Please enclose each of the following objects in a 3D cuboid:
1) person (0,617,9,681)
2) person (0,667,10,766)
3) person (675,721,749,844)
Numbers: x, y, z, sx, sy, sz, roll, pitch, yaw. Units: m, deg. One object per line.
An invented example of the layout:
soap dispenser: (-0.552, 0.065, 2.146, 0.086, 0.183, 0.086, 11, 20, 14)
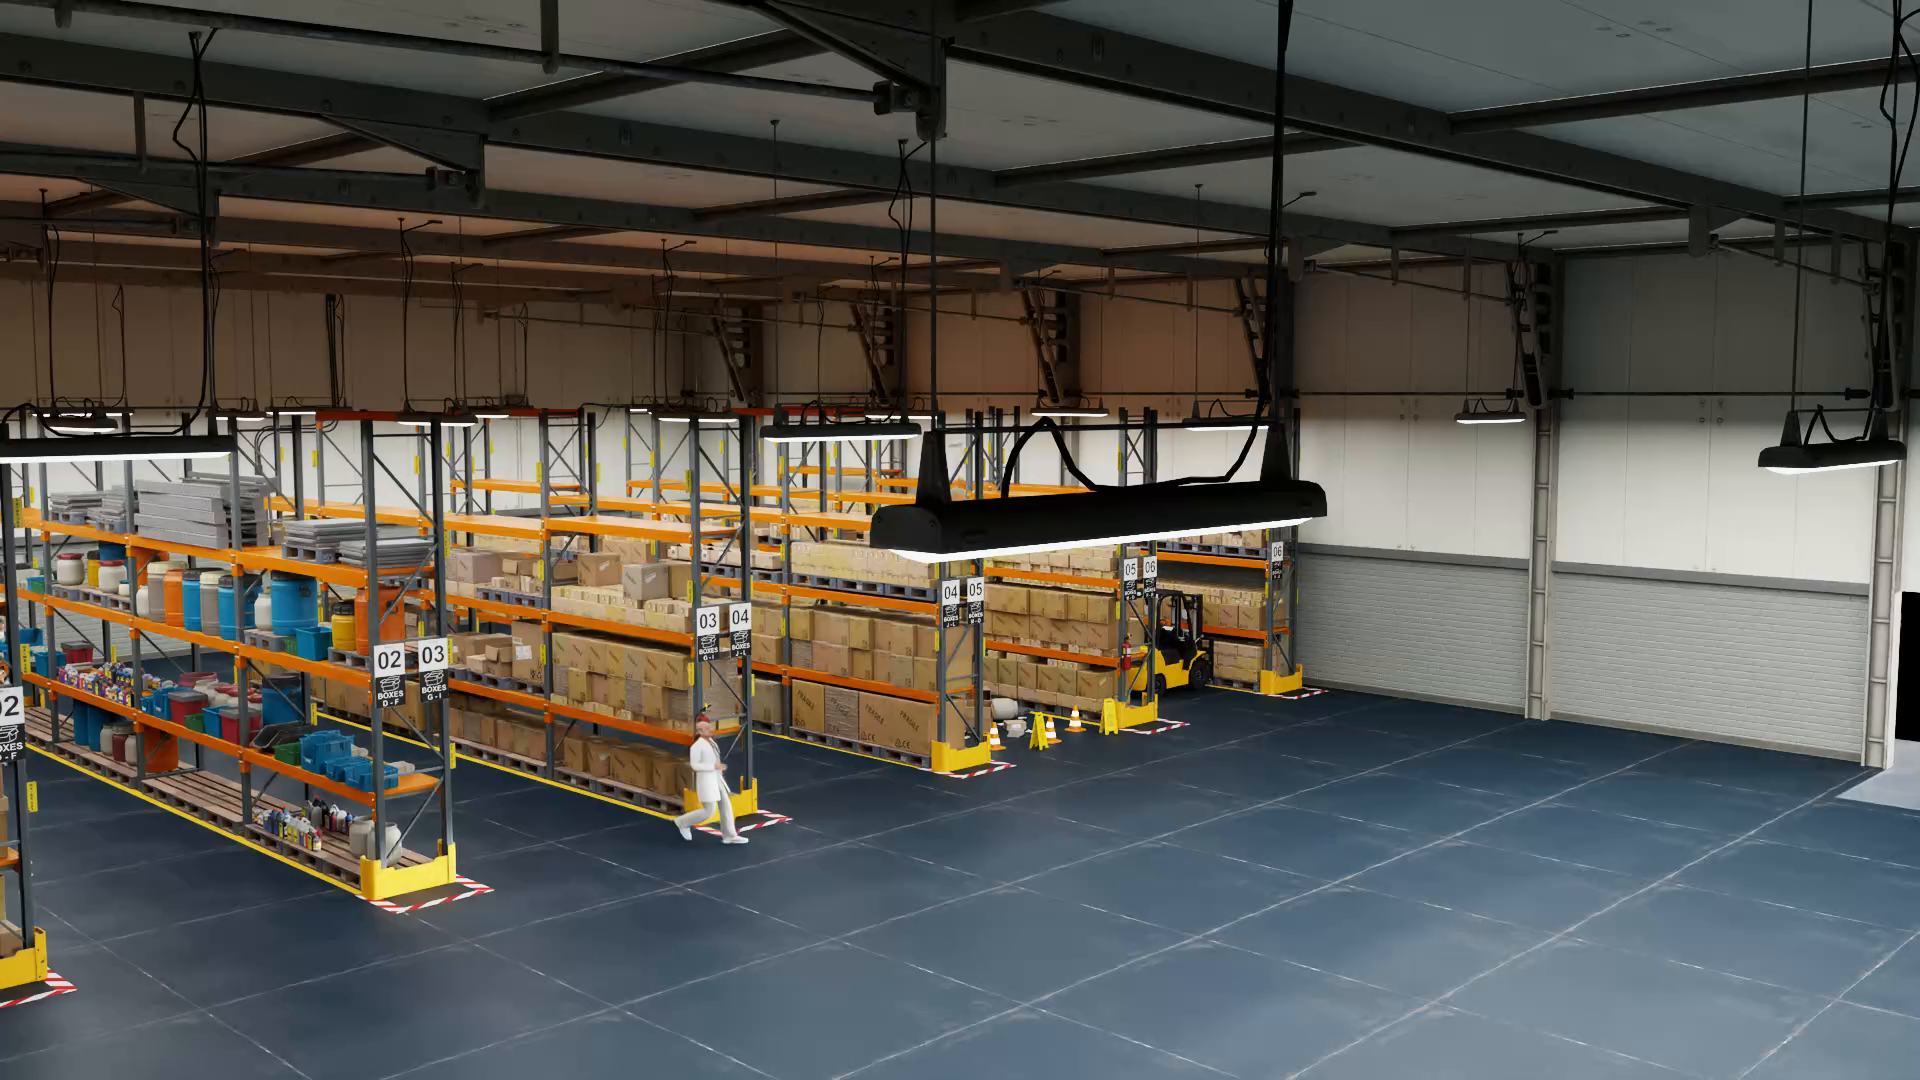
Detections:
person: (-19.885, 2.431, 34.372, 0.812, 1.705, 0.608, -2, 6, -23)
person: (-16.442, 2.990, 28.417, 0.832, 1.691, 0.586, 5, 7, 43)
person: (-3.470, 3.398, 23.320, 1.031, 1.730, 0.730, 2, 5, 17)
